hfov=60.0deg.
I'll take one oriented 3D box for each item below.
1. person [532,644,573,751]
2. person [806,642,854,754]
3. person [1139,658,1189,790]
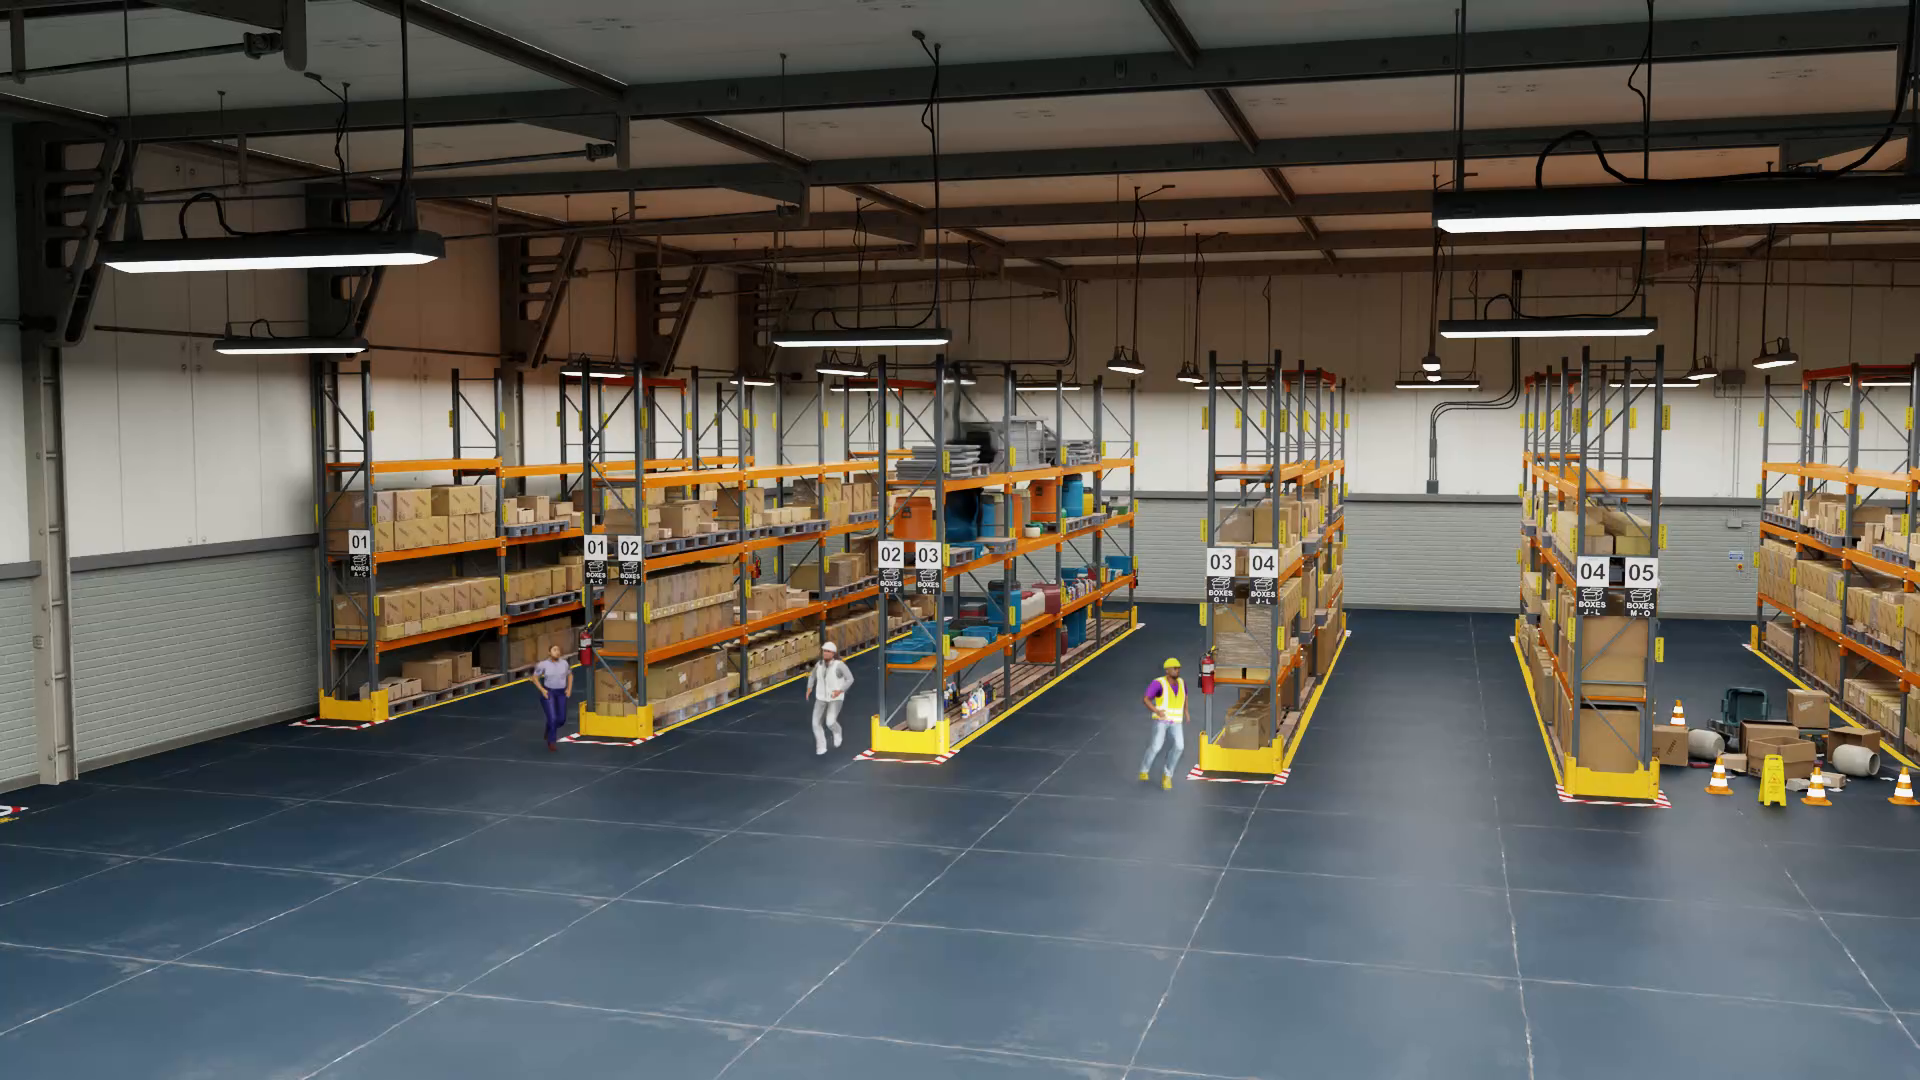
[{"bbox_3d":[-6.239,2.399,25.527,0.636,1.606,0.598,-3,5,-36],"label":"person"},{"bbox_3d":[-1.979,2.405,24.990,0.737,1.755,0.525,1,4,15],"label":"person"},{"bbox_3d":[2.862,2.513,22.874,0.763,1.785,0.678,-1,4,-19],"label":"person"}]
